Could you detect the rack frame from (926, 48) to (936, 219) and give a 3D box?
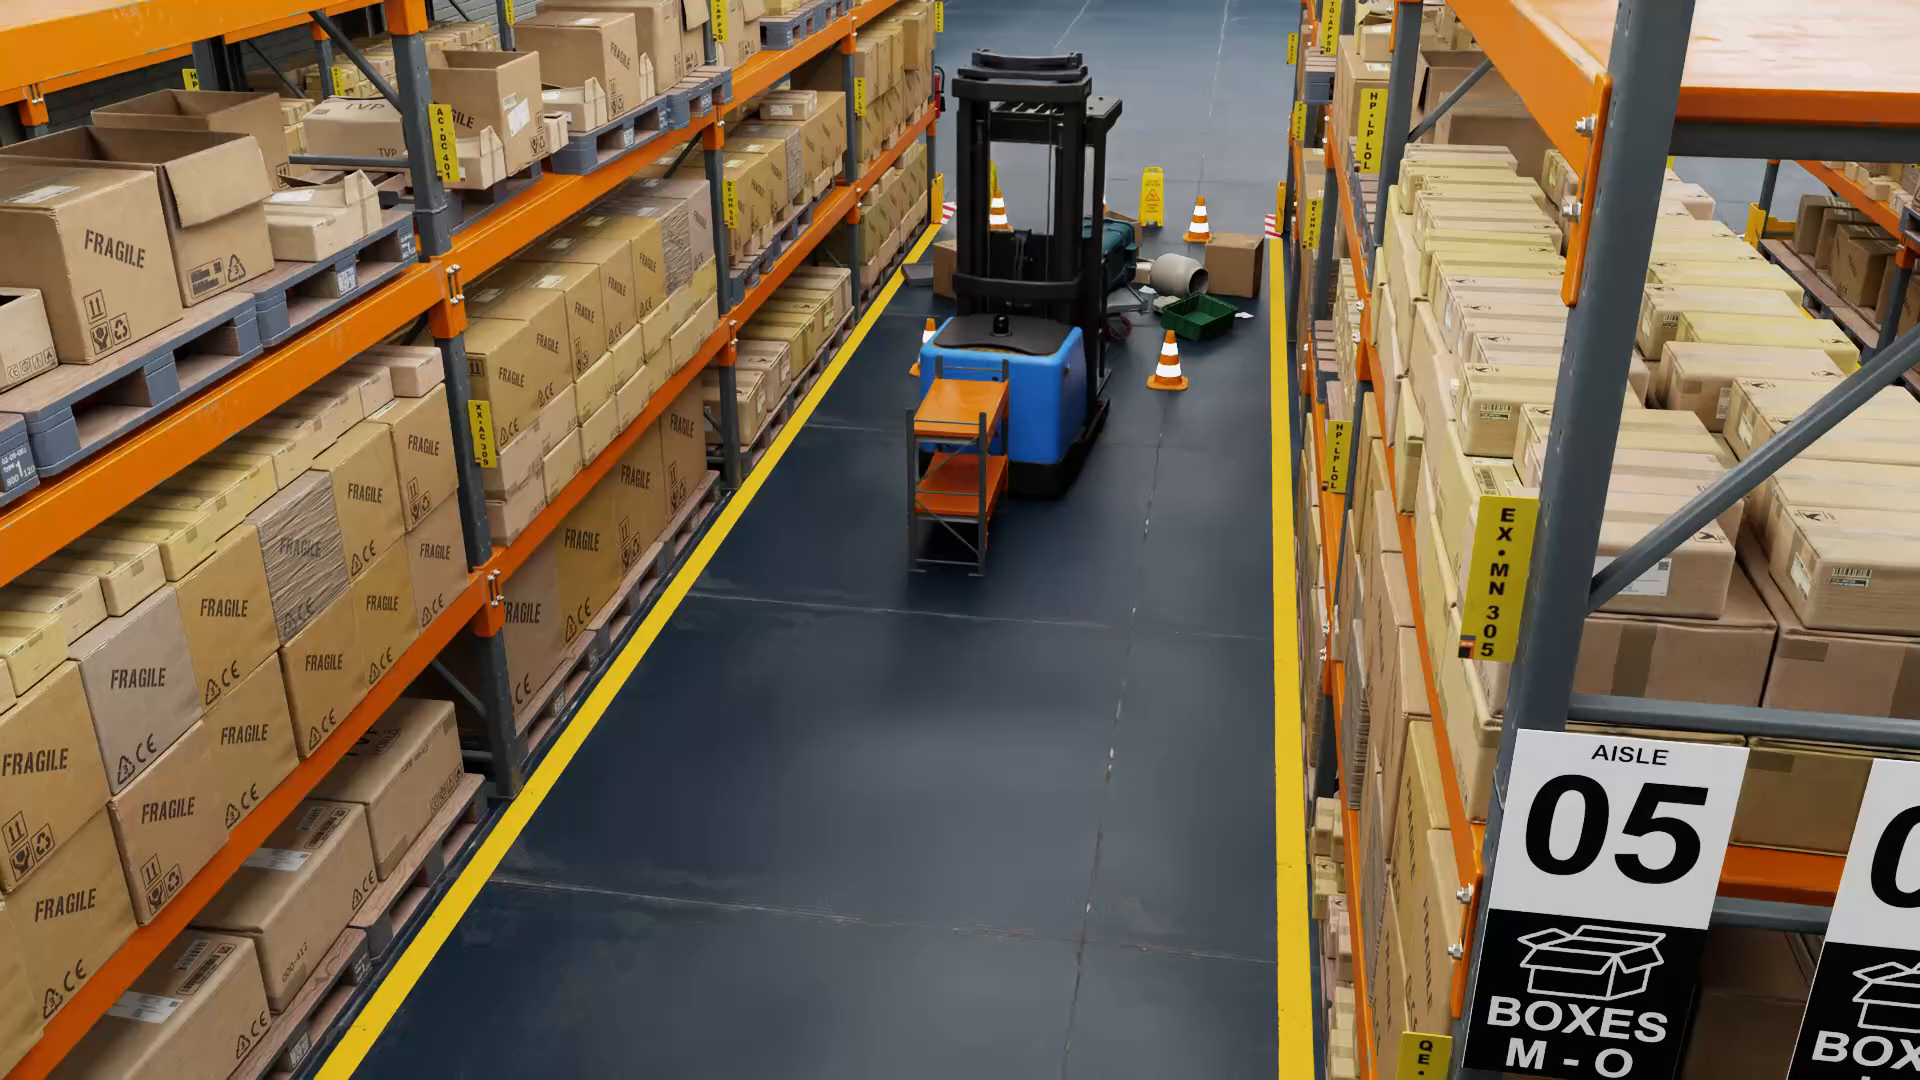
[{"bbox_3d":[-0.780,-5.114,18.637,1.000,3.000,0.127,4,25,9],"label":"rack frame"}]

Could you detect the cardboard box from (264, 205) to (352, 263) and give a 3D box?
[{"bbox_3d":[-2.573,-1.176,6.368,0.380,0.149,0.250,5,25,10],"label":"cardboard box"}]

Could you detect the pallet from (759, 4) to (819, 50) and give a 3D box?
[{"bbox_3d":[-1.806,-4.030,13.004,1.213,0.211,1.003,4,25,9],"label":"pallet"}]

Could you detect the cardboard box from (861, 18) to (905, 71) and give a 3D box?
[{"bbox_3d":[-0.938,-4.888,16.505,0.700,0.500,0.500,4,25,8],"label":"cardboard box"}]

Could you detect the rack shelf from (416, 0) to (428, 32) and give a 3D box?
[{"bbox_3d":[-2.414,-3.142,8.668,1.077,0.370,4.000,4,25,9],"label":"rack shelf"}]

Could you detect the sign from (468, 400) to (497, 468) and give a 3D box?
[{"bbox_3d":[-2.193,-0.485,7.634,0.100,0.325,0.005,4,25,9],"label":"sign"}]

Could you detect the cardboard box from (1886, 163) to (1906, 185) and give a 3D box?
[{"bbox_3d":[8.594,-3.325,14.347,0.875,0.500,0.500,4,25,9],"label":"cardboard box"}]

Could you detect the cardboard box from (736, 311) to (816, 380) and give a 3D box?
[{"bbox_3d":[-1.743,-1.630,13.798,0.950,0.372,0.625,5,26,10],"label":"cardboard box"}]

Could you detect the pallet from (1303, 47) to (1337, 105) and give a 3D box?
[{"bbox_3d":[2.866,-3.013,10.834,1.213,0.211,1.003,5,26,11],"label":"pallet"}]

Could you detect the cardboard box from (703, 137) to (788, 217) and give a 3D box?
[{"bbox_3d":[-1.627,-2.752,12.626,0.500,0.500,0.500,4,25,9],"label":"cardboard box"}]

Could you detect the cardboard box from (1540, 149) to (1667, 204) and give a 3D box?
[{"bbox_3d":[2.378,-1.342,6.158,0.380,0.149,0.250,3,25,6],"label":"cardboard box"}]

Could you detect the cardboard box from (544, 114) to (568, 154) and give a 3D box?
[{"bbox_3d":[-2.189,-2.043,8.319,0.380,0.166,0.250,2,25,5],"label":"cardboard box"}]

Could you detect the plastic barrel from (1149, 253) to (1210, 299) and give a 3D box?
[{"bbox_3d":[2.139,-2.554,16.208,0.421,0.421,0.512,-20,32,-36],"label":"plastic barrel"}]

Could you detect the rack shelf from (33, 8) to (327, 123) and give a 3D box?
[{"bbox_3d":[-6.658,-3.980,13.524,1.077,0.370,4.000,4,25,9],"label":"rack shelf"}]

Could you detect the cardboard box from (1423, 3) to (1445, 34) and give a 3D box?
[{"bbox_3d":[3.148,-3.309,10.734,0.500,0.311,0.500,4,25,9],"label":"cardboard box"}]

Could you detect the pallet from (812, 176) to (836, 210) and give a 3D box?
[{"bbox_3d":[-1.702,-3.045,14.443,1.003,0.211,1.213,4,25,9],"label":"pallet"}]

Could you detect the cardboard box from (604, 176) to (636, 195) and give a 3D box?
[{"bbox_3d":[-2.409,-2.077,10.852,0.500,0.500,0.500,3,25,7],"label":"cardboard box"}]

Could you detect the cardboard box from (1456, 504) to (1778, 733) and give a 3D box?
[{"bbox_3d":[1.330,0.151,3.438,0.500,0.250,0.500,3,25,7],"label":"cardboard box"}]

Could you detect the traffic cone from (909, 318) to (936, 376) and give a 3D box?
[{"bbox_3d":[-0.255,-1.677,14.286,0.336,0.463,0.334,4,25,9],"label":"traffic cone"}]

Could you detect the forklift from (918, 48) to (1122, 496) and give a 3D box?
[{"bbox_3d":[0.576,-2.243,12.585,1.130,2.935,3.031,6,26,13],"label":"forklift"}]

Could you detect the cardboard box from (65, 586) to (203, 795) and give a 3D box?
[{"bbox_3d":[-2.881,0.466,5.419,0.500,0.500,0.500,4,25,8],"label":"cardboard box"}]

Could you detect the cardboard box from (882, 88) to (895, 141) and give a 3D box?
[{"bbox_3d":[-0.932,-4.207,16.230,0.500,0.500,0.500,4,25,8],"label":"cardboard box"}]

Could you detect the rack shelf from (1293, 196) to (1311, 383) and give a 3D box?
[{"bbox_3d":[3.140,-1.978,12.786,1.077,0.370,4.000,4,25,9],"label":"rack shelf"}]

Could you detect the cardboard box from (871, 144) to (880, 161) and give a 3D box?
[{"bbox_3d":[-0.987,-3.760,16.042,0.380,0.149,0.250,5,26,10],"label":"cardboard box"}]

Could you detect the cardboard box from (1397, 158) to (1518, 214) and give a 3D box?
[{"bbox_3d":[1.795,-1.276,6.016,0.380,0.149,0.250,3,25,6],"label":"cardboard box"}]

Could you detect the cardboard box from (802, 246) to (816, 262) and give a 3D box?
[{"bbox_3d":[-1.601,-2.992,15.967,0.500,0.500,0.500,4,25,8],"label":"cardboard box"}]

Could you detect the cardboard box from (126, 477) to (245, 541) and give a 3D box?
[{"bbox_3d":[-2.774,-0.102,5.868,0.380,0.149,0.250,4,25,9],"label":"cardboard box"}]

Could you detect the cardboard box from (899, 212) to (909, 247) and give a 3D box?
[{"bbox_3d":[-0.819,-3.267,17.439,0.500,0.250,0.500,3,25,7],"label":"cardboard box"}]

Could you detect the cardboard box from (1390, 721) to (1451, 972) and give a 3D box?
[{"bbox_3d":[1.418,0.825,4.301,0.500,0.500,0.500,3,25,7],"label":"cardboard box"}]

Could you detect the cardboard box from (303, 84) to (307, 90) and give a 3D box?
[{"bbox_3d":[-6.525,-4.382,16.190,0.380,0.149,0.250,3,25,7],"label":"cardboard box"}]

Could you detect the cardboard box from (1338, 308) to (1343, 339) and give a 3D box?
[{"bbox_3d":[2.453,-1.265,9.864,0.380,0.149,0.250,3,25,7],"label":"cardboard box"}]

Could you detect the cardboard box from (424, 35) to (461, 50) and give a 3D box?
[{"bbox_3d":[-5.601,-5.334,17.872,0.380,0.149,0.250,5,25,10],"label":"cardboard box"}]

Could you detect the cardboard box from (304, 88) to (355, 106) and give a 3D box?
[{"bbox_3d":[-6.019,-4.238,15.882,0.380,0.149,0.250,4,25,8],"label":"cardboard box"}]

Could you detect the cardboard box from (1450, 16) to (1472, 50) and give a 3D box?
[{"bbox_3d":[2.934,-2.815,9.167,0.396,0.266,0.258,4,25,9],"label":"cardboard box"}]

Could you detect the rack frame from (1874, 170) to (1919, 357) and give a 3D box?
[{"bbox_3d":[8.343,-2.755,13.597,1.000,3.000,0.127,4,25,9],"label":"rack frame"}]

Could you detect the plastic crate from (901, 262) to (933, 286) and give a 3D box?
[{"bbox_3d":[-0.368,-2.719,16.964,0.402,0.080,0.583,-5,25,-10],"label":"plastic crate"}]

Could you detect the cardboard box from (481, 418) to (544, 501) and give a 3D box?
[{"bbox_3d":[-2.391,-0.418,8.192,0.500,0.250,0.500,3,25,7],"label":"cardboard box"}]

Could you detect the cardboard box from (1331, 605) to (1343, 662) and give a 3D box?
[{"bbox_3d":[1.790,0.415,7.121,0.380,0.149,0.250,5,26,10],"label":"cardboard box"}]

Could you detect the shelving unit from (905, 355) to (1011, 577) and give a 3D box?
[{"bbox_3d":[-0.001,-0.507,11.006,0.538,1.125,1.048,4,25,9],"label":"shelving unit"}]

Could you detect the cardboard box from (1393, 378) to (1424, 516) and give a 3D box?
[{"bbox_3d":[1.557,-0.265,4.916,0.500,0.250,0.500,5,26,11],"label":"cardboard box"}]

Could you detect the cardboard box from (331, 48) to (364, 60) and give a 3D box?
[{"bbox_3d":[-6.336,-4.945,17.042,0.380,0.149,0.250,4,25,8],"label":"cardboard box"}]

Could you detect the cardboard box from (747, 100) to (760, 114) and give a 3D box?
[{"bbox_3d":[-1.874,-3.426,14.066,0.500,0.500,0.500,4,25,9],"label":"cardboard box"}]

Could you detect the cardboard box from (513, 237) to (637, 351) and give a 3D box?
[{"bbox_3d":[-2.167,-1.398,9.402,0.500,0.500,0.500,4,25,8],"label":"cardboard box"}]

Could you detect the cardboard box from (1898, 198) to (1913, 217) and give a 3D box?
[{"bbox_3d":[8.089,-2.751,13.885,0.380,0.149,0.250,4,25,9],"label":"cardboard box"}]

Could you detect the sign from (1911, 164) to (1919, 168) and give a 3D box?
[{"bbox_3d":[7.807,-3.181,13.486,0.100,0.325,0.005,4,25,9],"label":"sign"}]

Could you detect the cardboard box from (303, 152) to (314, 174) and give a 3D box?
[{"bbox_3d":[-6.155,-3.487,15.338,0.500,0.250,0.500,5,25,10],"label":"cardboard box"}]

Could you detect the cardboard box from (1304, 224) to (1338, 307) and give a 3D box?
[{"bbox_3d":[2.705,-1.928,11.713,0.500,0.500,0.500,4,25,9],"label":"cardboard box"}]

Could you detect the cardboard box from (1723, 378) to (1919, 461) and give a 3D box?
[{"bbox_3d":[1.999,-0.254,3.834,0.380,0.149,0.250,4,25,9],"label":"cardboard box"}]

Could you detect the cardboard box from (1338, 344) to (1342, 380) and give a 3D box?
[{"bbox_3d":[2.411,-1.033,9.719,0.380,0.149,0.250,5,26,11],"label":"cardboard box"}]

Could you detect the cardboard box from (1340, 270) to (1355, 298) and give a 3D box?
[{"bbox_3d":[2.505,-1.521,10.060,0.380,0.149,0.250,3,25,7],"label":"cardboard box"}]

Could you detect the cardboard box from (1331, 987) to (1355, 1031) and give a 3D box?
[{"bbox_3d":[1.608,1.845,6.287,0.380,0.149,0.250,4,25,8],"label":"cardboard box"}]

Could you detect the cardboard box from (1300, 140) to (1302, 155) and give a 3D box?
[{"bbox_3d":[3.775,-4.041,16.169,0.875,0.550,0.500,4,25,9],"label":"cardboard box"}]

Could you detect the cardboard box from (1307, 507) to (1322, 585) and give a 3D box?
[{"bbox_3d":[2.201,0.043,9.189,0.500,0.250,0.500,3,25,6],"label":"cardboard box"}]

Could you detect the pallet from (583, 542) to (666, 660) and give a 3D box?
[{"bbox_3d":[-2.492,0.328,10.300,1.003,0.211,1.213,4,25,9],"label":"pallet"}]
